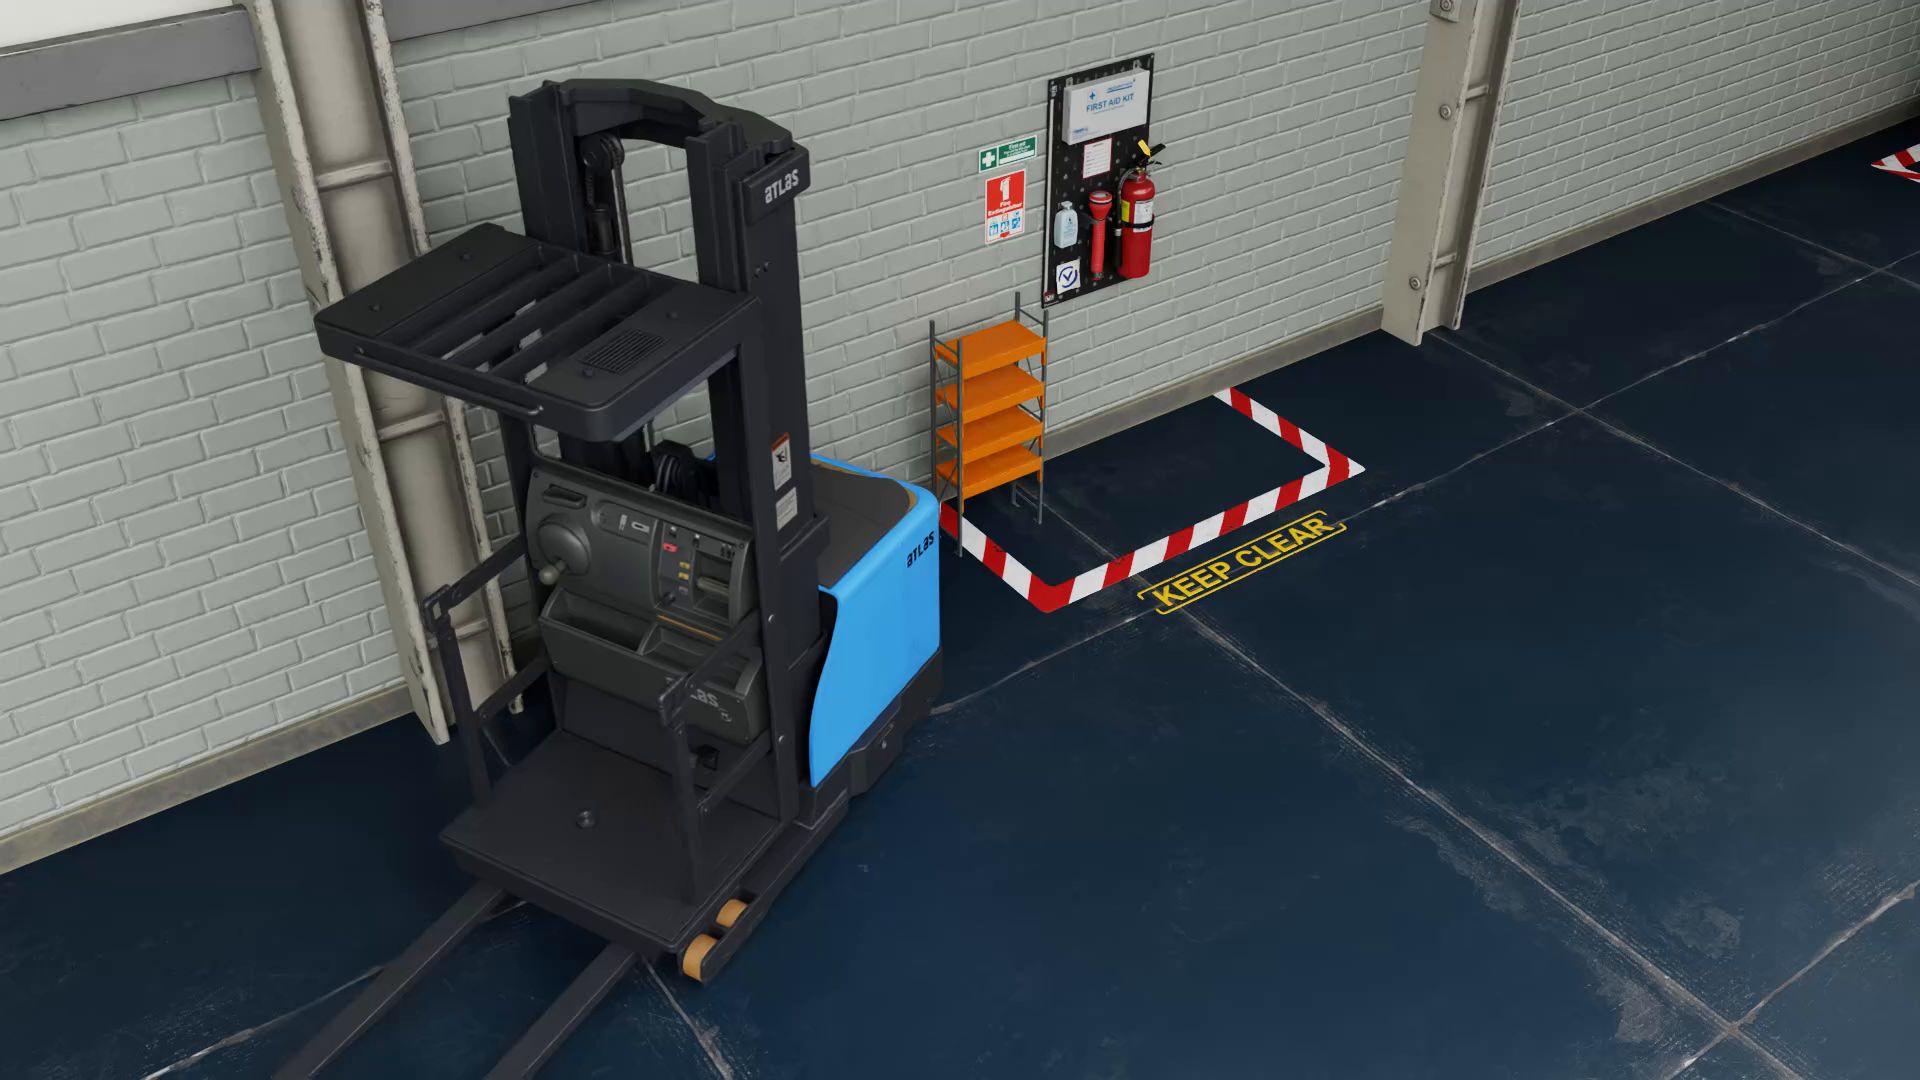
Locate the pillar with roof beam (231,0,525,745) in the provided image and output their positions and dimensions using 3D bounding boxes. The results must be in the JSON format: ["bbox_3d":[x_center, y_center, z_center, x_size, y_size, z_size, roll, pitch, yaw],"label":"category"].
[{"bbox_3d":[0.342,-0.868,1.750,0.400,9.000,9.100,-22,41,-28],"label":"pillar with roof beam"}]

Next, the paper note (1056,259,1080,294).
[{"bbox_3d":[0.540,-1.308,8.255,0.142,0.148,0.016,-22,41,-28],"label":"paper note"}]

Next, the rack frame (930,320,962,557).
[{"bbox_3d":[-0.064,-0.461,7.863,0.015,1.200,0.240,-22,41,-28],"label":"rack frame"}]

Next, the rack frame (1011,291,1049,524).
[{"bbox_3d":[0.335,-0.625,8.091,0.015,1.200,0.240,-22,41,-28],"label":"rack frame"}]

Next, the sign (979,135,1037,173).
[{"bbox_3d":[0.222,-1.783,7.675,0.331,0.109,0.001,-22,41,-28],"label":"sign"}]

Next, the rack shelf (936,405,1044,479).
[{"bbox_3d":[0.135,-0.488,8.016,0.480,0.148,0.258,-22,41,-28],"label":"rack shelf"}]

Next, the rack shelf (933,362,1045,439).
[{"bbox_3d":[0.135,-0.670,7.886,0.480,0.148,0.258,-22,41,-28],"label":"rack shelf"}]

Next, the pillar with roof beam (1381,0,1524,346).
[{"bbox_3d":[5.246,-2.886,4.556,0.400,9.000,9.100,-22,41,-28],"label":"pillar with roof beam"}]

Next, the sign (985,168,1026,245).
[{"bbox_3d":[0.213,-1.570,7.834,0.234,0.329,0.001,-22,41,-28],"label":"sign"}]

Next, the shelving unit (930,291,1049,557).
[{"bbox_3d":[0.135,-0.543,7.977,0.503,1.200,0.258,-22,41,-28],"label":"shelving unit"}]

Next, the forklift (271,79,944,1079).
[{"bbox_3d":[-1.225,0.102,5.598,1.130,2.935,3.031,18,39,23],"label":"forklift"}]

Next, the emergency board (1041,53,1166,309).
[{"bbox_3d":[0.724,-1.693,8.034,0.643,1.169,0.194,-22,41,-28],"label":"emergency board"}]

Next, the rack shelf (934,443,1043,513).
[{"bbox_3d":[0.135,-0.327,8.132,0.480,0.148,0.258,-22,41,-28],"label":"rack shelf"}]

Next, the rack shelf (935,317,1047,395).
[{"bbox_3d":[0.135,-0.862,7.748,0.480,0.148,0.258,-22,41,-28],"label":"rack shelf"}]
